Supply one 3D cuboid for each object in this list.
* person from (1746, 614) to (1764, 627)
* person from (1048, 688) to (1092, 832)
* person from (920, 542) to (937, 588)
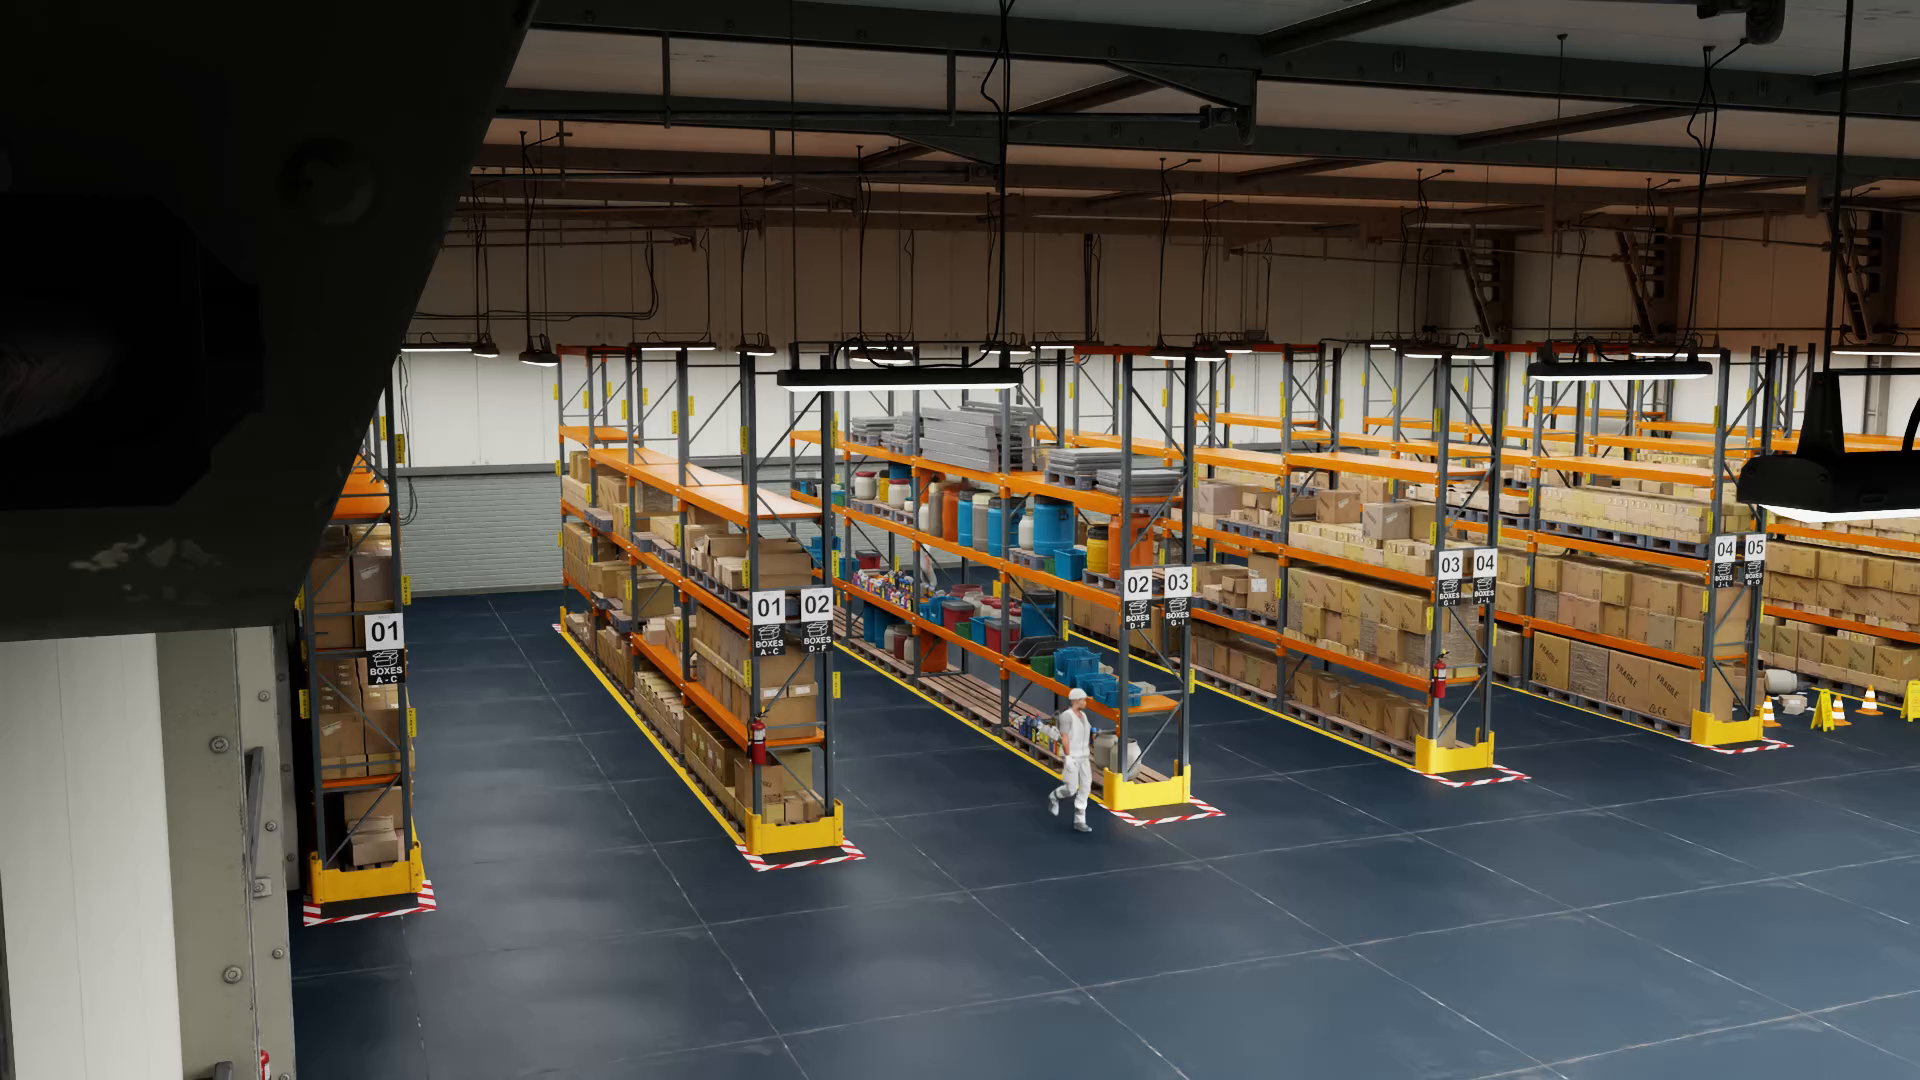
[{"bbox_3d":[16.756,1.117,35.074,0.406,1.601,0.628,-5,9,-36],"label":"person"},{"bbox_3d":[1.471,2.776,21.152,0.573,1.756,0.726,-7,10,-44],"label":"person"},{"bbox_3d":[-0.785,0.655,38.212,0.396,1.676,0.475,-4,8,-31],"label":"person"}]
